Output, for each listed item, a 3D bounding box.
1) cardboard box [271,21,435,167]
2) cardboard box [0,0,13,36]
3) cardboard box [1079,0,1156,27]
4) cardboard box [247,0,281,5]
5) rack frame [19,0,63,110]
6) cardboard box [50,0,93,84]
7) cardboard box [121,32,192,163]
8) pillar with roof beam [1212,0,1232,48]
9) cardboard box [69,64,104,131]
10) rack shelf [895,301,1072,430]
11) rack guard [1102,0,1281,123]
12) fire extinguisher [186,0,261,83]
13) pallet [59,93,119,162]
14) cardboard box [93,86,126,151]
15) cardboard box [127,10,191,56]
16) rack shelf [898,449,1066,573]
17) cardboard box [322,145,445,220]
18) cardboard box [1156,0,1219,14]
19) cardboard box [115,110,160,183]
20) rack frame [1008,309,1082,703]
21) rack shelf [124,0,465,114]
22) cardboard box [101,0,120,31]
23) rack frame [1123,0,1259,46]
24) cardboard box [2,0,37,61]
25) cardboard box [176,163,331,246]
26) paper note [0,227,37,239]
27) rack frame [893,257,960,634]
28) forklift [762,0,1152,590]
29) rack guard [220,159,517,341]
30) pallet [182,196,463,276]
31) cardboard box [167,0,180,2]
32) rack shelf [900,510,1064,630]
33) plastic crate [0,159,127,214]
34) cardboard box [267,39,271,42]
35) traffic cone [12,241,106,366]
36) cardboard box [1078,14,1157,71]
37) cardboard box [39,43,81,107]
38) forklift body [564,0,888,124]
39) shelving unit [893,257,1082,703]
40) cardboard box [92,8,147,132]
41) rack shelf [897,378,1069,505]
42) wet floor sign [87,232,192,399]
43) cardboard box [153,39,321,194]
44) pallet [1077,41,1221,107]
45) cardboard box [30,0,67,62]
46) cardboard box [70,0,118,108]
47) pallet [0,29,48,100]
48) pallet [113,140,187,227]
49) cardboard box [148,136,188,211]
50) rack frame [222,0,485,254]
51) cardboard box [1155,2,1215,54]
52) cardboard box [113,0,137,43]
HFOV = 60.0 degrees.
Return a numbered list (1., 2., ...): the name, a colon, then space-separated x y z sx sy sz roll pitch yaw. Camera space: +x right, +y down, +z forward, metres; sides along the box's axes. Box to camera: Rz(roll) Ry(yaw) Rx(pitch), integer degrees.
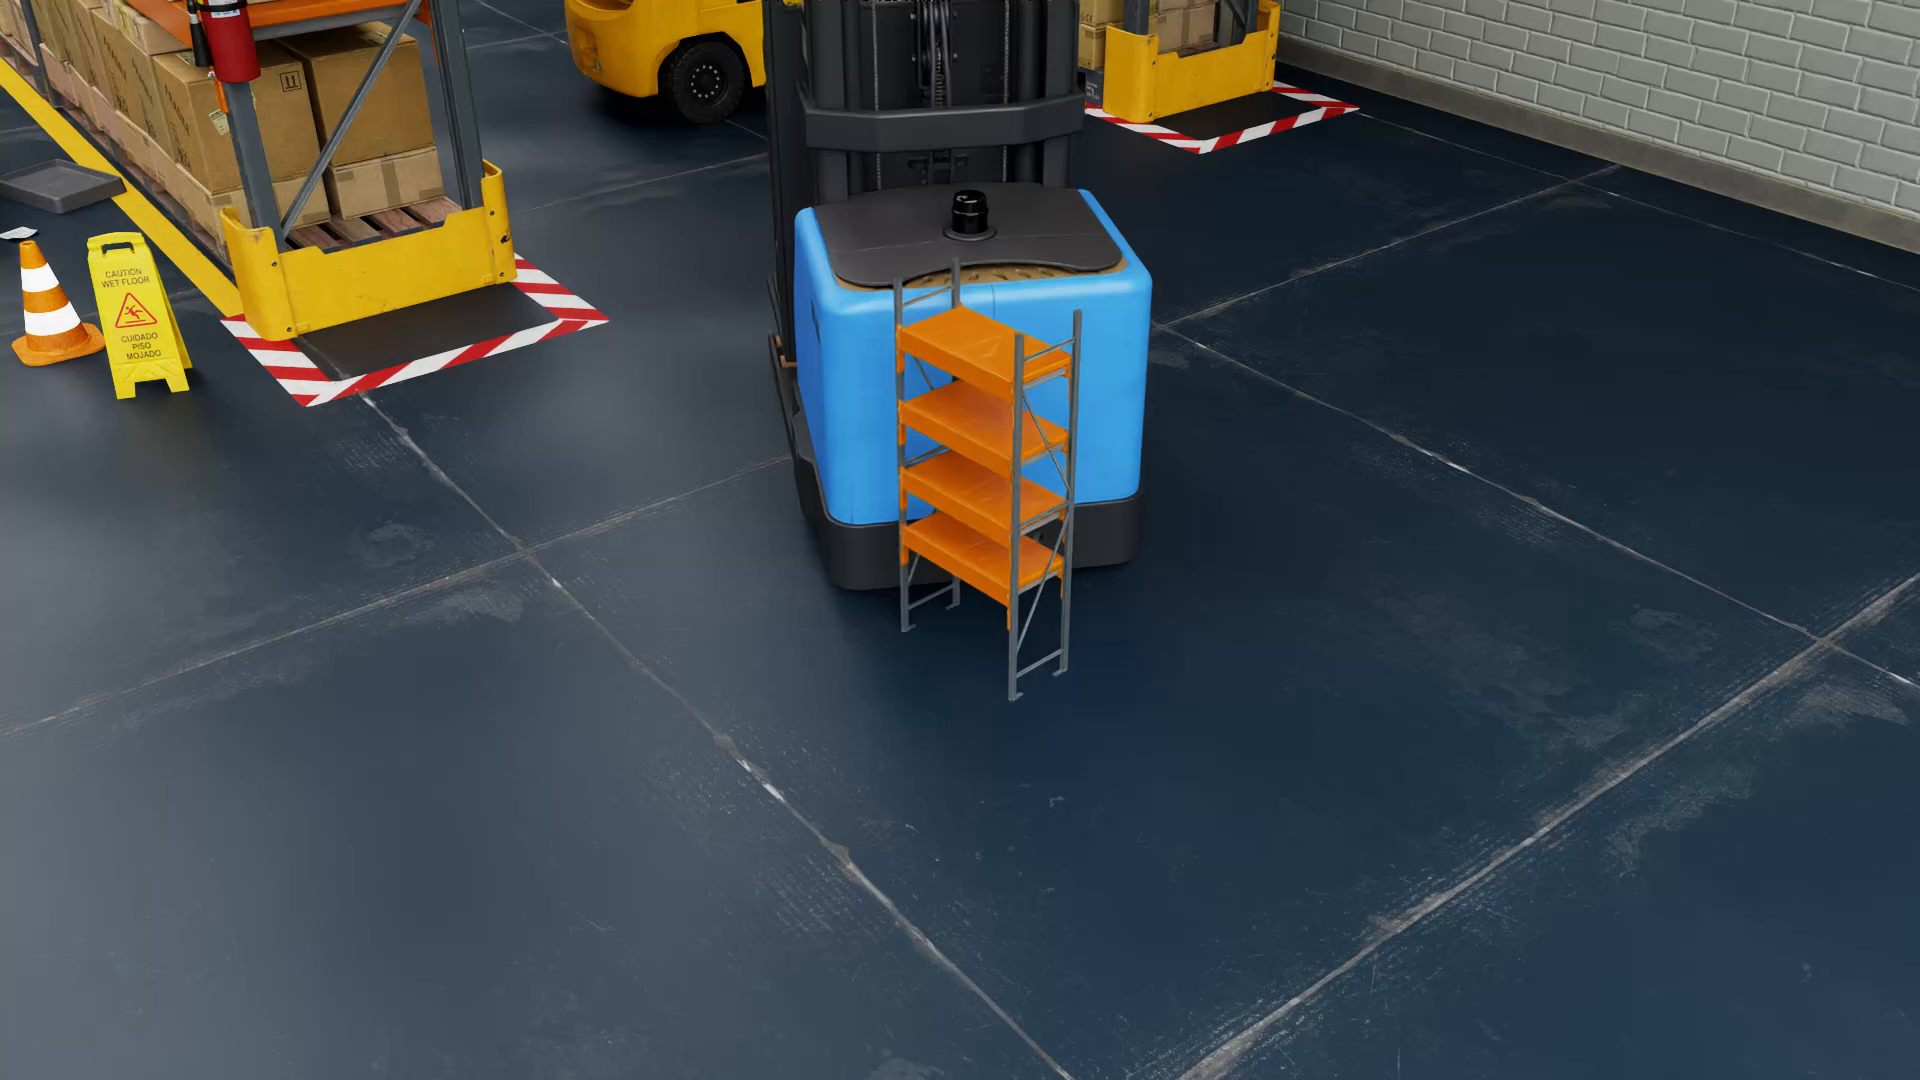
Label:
1. cardboard box: -2.841 -2.104 7.792 0.500 0.500 0.500 -24 39 -33
2. cardboard box: -5.770 -3.586 10.773 0.950 0.372 0.625 -20 37 -29
3. cardboard box: 0.824 -3.272 9.909 0.500 0.250 0.500 -23 38 -32
4. cardboard box: -2.948 -2.320 6.880 0.380 0.149 0.250 -21 37 -30
5. rack frame: -5.003 -4.007 9.359 1.000 3.000 0.127 -22 38 -31
6. cardboard box: -4.516 -2.783 8.886 0.500 0.500 0.500 -21 37 -30
7. cardboard box: -3.570 -2.135 7.842 0.500 0.500 0.500 -21 37 -30
8. pillar with roof beam: -1.747 -5.685 6.374 9.100 9.000 0.400 -22 38 -31
9. cardboard box: -4.518 -2.465 9.085 0.500 0.250 0.500 -20 37 -29
10. rack shelf: 0.071 -0.497 4.669 0.258 0.148 0.480 -26 40 -35
11. rack guard: 1.384 -2.876 9.906 1.175 0.500 0.348 -22 38 -31
12. fire extinguisher: -2.844 -2.110 6.378 0.296 0.674 0.183 -22 38 -31
13. pallet: -4.563 -2.554 9.662 1.003 0.211 1.213 -22 38 -31
14. cardboard box: -4.190 -2.245 8.730 0.500 0.250 0.500 -23 38 -32
15. cardboard box: -3.525 -2.325 7.533 0.380 0.149 0.250 -21 38 -30
16. rack shelf: 0.071 -0.106 4.912 0.258 0.148 0.480 -26 40 -35
17. cardboard box: -2.826 -1.776 7.975 0.500 0.250 0.500 -23 38 -32
18. cardboard box: 1.245 -3.433 10.169 0.500 0.250 0.500 -21 38 -31
19. cardboard box: -3.895 -2.035 8.392 0.500 0.250 0.500 -24 39 -33
20. rack frame: 0.236 -0.069 4.723 0.240 1.200 0.015 -26 40 -35
21. rack shelf: -3.776 -2.868 8.207 1.077 0.370 4.000 -22 38 -31
22. cardboard box: -3.837 -2.541 7.881 0.380 0.149 0.250 -21 37 -29
23. rack frame: 1.369 -3.948 9.263 1.000 3.000 0.127 -22 38 -31
24. cardboard box: -5.326 -3.287 10.292 0.950 0.372 0.625 -22 38 -31
25. cardboard box: -3.273 -1.610 7.708 0.500 0.250 0.500 -22 38 -32
26. paper note: -4.618 -1.508 8.149 0.148 0.019 0.142 18 36 27
27. rack frame: -0.093 -0.259 5.029 0.240 1.200 0.015 -26 40 -35
28. forklift: -0.176 -1.848 5.947 1.130 2.935 3.031 -6 32 -9
29. rack guard: -2.596 -1.310 7.385 1.175 0.500 0.348 -22 38 -31
30. pallet: -3.067 -1.537 8.025 1.003 0.211 1.213 -22 38 -31
31. cardboard box: -3.191 -2.390 6.993 0.380 0.149 0.250 -23 38 -32
32. rack shelf: 0.071 0.062 5.016 0.258 0.148 0.480 -26 40 -35
33. plastic crate: -4.688 -1.847 8.648 0.583 0.080 0.402 18 36 27
34. cardboard box: -3.165 -2.321 8.141 0.500 0.500 0.500 -24 39 -33
35. traffic cone: -3.832 -1.024 6.961 0.336 0.463 0.334 -22 38 -31
36. cardboard box: 0.831 -3.051 10.028 0.500 0.250 0.500 -22 38 -31
37. cardboard box: -4.854 -2.684 9.437 0.500 0.250 0.500 -24 39 -33
38. forklift body: -1.235 -3.787 9.809 2.313 2.155 1.214 -22 38 -31
39. shelving unit: 0.071 -0.164 4.876 0.258 1.200 0.503 -26 40 -35
40. cardboard box: -3.874 -2.347 8.184 0.500 0.500 0.500 -23 39 -32
41. rack shelf: 0.071 -0.296 4.794 0.258 0.148 0.480 -26 40 -35
42. wet floor sign: -3.278 -0.915 6.611 0.267 0.644 0.232 -10 33 -15
43. cardboard box: -3.247 -1.918 7.493 0.500 0.500 0.500 -22 38 -31
44. pallet: 0.867 -3.068 10.490 1.003 0.211 1.213 -22 38 -31
45. cardboard box: -4.854 -3.003 9.239 0.500 0.500 0.500 -20 37 -29
46. cardboard box: -4.200 -2.567 8.537 0.500 0.500 0.500 -20 37 -29
47. pallet: -5.481 -3.147 10.616 1.003 0.211 1.213 -22 38 -31
48. pallet: -3.810 -2.045 8.843 1.003 0.211 1.213 -22 38 -31
49. cardboard box: -3.569 -1.819 8.043 0.500 0.250 0.500 -22 38 -31
50. rack frame: -2.550 -2.340 6.675 1.000 3.000 0.127 -22 38 -31
51. cardboard box: 1.222 -3.226 10.309 0.500 0.250 0.500 -22 38 -31
52. cardboard box: -3.677 -2.431 7.704 0.380 0.149 0.250 -22 38 -31
